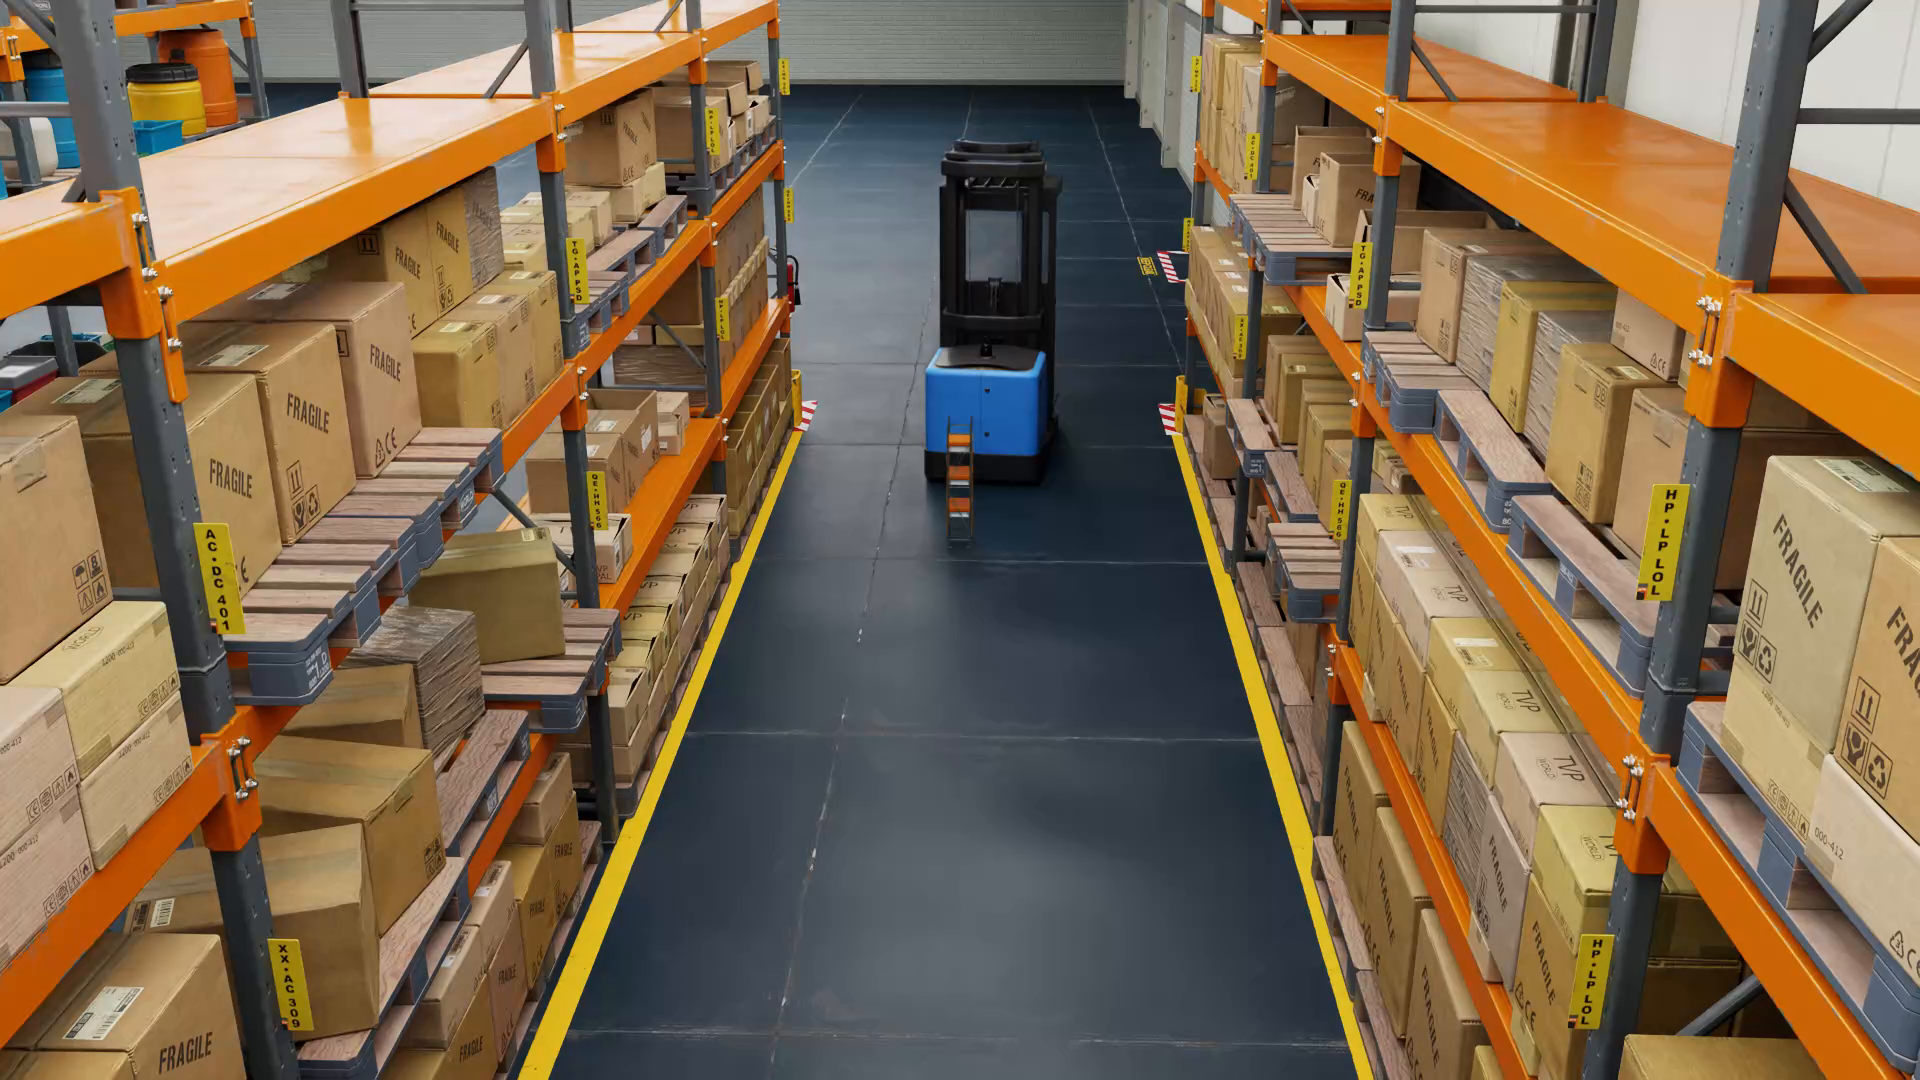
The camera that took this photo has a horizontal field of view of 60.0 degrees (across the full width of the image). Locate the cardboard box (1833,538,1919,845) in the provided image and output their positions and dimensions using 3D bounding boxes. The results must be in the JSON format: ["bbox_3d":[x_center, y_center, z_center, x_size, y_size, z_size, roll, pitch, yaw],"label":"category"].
[{"bbox_3d":[2.075,0.317,3.164,0.500,0.500,0.500,0,21,1],"label":"cardboard box"}]

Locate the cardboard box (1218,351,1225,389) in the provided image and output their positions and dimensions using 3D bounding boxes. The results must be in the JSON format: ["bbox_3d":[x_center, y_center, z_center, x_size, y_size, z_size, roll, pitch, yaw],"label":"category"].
[{"bbox_3d":[2.365,-1.390,13.437,0.500,0.250,0.500,1,21,2],"label":"cardboard box"}]

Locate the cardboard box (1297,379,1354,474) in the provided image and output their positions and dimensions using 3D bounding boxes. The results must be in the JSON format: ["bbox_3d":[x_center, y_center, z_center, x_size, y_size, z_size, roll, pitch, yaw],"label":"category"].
[{"bbox_3d":[2.568,-0.723,10.793,0.700,0.500,0.500,4,21,9],"label":"cardboard box"}]

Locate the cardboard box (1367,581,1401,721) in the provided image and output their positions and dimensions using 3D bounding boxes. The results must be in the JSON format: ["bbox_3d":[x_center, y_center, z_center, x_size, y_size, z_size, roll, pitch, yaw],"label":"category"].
[{"bbox_3d":[2.213,0.518,7.763,0.500,0.500,0.500,1,21,3],"label":"cardboard box"}]

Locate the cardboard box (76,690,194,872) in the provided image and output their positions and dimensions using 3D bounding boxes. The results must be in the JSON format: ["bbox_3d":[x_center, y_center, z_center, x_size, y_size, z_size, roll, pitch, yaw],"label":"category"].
[{"bbox_3d":[-2.314,0.594,4.205,0.500,0.250,0.500,1,21,2],"label":"cardboard box"}]

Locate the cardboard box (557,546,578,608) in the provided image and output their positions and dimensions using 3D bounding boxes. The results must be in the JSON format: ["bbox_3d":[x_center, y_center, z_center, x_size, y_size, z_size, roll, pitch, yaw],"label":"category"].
[{"bbox_3d":[-2.388,0.208,9.262,0.500,0.311,0.500,2,21,5],"label":"cardboard box"}]

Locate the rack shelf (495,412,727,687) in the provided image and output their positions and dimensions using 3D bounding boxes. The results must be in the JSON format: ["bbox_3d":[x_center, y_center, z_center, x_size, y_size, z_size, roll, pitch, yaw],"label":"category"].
[{"bbox_3d":[-2.382,-0.090,10.902,1.077,0.370,4.000,1,21,2],"label":"rack shelf"}]

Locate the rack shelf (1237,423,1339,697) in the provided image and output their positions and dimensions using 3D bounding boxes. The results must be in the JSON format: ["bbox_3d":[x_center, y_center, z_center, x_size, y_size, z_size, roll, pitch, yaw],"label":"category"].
[{"bbox_3d":[2.569,-0.037,10.765,1.077,0.370,4.000,1,21,2],"label":"rack shelf"}]

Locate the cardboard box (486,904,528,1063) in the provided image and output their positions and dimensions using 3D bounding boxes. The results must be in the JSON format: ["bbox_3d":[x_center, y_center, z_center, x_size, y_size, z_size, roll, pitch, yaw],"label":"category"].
[{"bbox_3d":[-2.263,1.976,7.432,0.500,0.500,0.500,0,21,0],"label":"cardboard box"}]

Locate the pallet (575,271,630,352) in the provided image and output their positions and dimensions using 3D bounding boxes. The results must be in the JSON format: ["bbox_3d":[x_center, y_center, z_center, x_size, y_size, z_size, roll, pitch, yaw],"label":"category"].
[{"bbox_3d":[-2.512,-1.259,9.035,1.213,0.211,1.003,2,21,4],"label":"pallet"}]

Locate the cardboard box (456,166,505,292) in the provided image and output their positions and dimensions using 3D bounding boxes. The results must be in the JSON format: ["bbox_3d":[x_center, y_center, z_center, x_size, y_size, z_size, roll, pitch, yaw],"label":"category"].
[{"bbox_3d":[-2.463,-1.456,7.761,0.500,0.500,0.500,1,21,2],"label":"cardboard box"}]

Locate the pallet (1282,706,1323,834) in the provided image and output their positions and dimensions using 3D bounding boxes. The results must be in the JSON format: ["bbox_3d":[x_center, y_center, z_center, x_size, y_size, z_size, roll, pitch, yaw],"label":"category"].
[{"bbox_3d":[2.534,1.368,10.004,1.003,0.211,1.213,1,21,2],"label":"pallet"}]

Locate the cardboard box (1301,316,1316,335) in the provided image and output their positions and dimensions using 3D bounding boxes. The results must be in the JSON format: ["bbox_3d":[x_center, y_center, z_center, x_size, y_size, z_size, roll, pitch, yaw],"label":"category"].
[{"bbox_3d":[2.853,-1.552,12.819,0.500,0.500,0.500,0,21,0],"label":"cardboard box"}]

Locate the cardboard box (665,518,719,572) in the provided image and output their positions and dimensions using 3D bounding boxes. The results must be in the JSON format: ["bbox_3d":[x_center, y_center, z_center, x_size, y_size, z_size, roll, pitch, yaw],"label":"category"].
[{"bbox_3d":[-2.057,0.014,12.086,0.500,0.311,0.500,1,21,3],"label":"cardboard box"}]

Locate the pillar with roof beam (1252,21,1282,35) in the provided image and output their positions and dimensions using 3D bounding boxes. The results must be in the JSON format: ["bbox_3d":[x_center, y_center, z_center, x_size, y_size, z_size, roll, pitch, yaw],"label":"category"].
[{"bbox_3d":[-0.525,-7.293,20.178,9.100,9.000,0.400,1,21,2],"label":"pillar with roof beam"}]

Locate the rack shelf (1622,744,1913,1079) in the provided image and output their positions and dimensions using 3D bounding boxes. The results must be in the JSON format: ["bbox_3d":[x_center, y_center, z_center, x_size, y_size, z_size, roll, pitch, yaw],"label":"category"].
[{"bbox_3d":[2.326,1.457,2.768,1.077,0.370,4.000,1,21,2],"label":"rack shelf"}]

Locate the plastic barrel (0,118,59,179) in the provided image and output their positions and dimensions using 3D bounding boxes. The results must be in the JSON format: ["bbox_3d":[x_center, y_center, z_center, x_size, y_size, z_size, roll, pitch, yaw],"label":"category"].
[{"bbox_3d":[-7.063,-3.004,12.537,0.421,0.512,0.421,0,21,0],"label":"plastic barrel"}]

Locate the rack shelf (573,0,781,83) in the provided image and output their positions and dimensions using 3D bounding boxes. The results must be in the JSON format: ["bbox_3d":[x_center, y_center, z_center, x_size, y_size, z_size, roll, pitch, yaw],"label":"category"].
[{"bbox_3d":[-2.261,-4.147,13.617,1.077,0.370,4.000,1,21,2],"label":"rack shelf"}]

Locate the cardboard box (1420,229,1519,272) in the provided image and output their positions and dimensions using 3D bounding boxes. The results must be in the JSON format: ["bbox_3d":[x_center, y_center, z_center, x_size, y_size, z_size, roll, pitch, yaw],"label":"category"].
[{"bbox_3d":[2.760,-1.361,8.872,0.500,0.500,0.500,1,21,2],"label":"cardboard box"}]

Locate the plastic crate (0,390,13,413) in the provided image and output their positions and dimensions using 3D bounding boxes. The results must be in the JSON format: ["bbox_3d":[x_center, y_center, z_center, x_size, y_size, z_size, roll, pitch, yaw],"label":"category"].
[{"bbox_3d":[-6.995,-0.795,11.746,0.392,0.384,0.575,1,21,2],"label":"plastic crate"}]

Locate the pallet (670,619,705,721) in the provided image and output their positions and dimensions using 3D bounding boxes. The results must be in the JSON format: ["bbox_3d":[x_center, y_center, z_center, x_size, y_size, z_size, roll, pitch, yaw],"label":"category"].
[{"bbox_3d":[-2.339,0.860,11.313,1.003,0.211,1.213,1,21,2],"label":"pallet"}]

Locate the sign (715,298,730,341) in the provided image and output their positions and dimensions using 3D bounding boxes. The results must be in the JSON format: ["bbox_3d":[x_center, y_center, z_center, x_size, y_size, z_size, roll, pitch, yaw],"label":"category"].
[{"bbox_3d":[-1.779,-1.649,12.435,0.100,0.325,0.005,1,21,2],"label":"sign"}]

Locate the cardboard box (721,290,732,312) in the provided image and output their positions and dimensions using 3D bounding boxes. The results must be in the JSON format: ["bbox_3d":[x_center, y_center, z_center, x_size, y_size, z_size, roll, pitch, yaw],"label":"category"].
[{"bbox_3d":[-2.090,-1.962,13.698,0.380,0.149,0.250,0,21,0],"label":"cardboard box"}]

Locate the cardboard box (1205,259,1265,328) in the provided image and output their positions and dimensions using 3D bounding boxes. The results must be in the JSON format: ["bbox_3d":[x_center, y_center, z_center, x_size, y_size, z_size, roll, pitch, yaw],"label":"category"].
[{"bbox_3d":[2.386,-2.109,14.255,0.500,0.500,0.500,1,21,3],"label":"cardboard box"}]

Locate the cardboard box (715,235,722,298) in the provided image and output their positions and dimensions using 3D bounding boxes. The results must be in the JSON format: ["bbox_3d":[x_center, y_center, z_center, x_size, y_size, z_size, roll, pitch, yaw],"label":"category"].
[{"bbox_3d":[-2.300,-2.143,13.268,0.700,0.500,0.500,1,21,1],"label":"cardboard box"}]

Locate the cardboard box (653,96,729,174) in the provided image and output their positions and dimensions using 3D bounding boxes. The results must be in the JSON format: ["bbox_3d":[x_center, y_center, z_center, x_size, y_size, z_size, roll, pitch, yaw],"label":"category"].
[{"bbox_3d":[-2.043,-3.034,12.436,0.500,0.500,0.500,2,21,6],"label":"cardboard box"}]

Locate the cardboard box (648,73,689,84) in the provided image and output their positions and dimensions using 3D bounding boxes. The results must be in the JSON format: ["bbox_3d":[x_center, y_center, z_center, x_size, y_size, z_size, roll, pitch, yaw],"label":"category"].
[{"bbox_3d":[-2.523,-3.704,14.162,0.500,0.500,0.500,1,21,2],"label":"cardboard box"}]

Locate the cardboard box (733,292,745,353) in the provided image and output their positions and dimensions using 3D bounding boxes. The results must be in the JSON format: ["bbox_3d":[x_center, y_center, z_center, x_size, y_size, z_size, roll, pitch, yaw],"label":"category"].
[{"bbox_3d":[-2.271,-1.913,14.468,0.700,0.500,0.500,1,21,3],"label":"cardboard box"}]

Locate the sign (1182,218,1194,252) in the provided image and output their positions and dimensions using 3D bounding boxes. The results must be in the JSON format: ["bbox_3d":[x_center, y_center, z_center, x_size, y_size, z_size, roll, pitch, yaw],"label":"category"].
[{"bbox_3d":[2.209,-2.951,16.085,0.100,0.325,0.005,1,21,2],"label":"sign"}]

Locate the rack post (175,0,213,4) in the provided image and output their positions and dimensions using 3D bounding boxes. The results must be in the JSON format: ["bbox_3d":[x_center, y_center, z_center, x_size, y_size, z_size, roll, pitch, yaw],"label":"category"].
[{"bbox_3d":[-7.301,-4.943,14.812,0.937,0.300,0.954,3,21,7],"label":"rack post"}]

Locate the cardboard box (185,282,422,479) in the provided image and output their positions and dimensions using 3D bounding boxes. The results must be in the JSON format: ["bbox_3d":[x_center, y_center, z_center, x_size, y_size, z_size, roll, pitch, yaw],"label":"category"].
[{"bbox_3d":[-2.438,-0.607,6.237,0.600,0.600,0.600,0,21,0],"label":"cardboard box"}]

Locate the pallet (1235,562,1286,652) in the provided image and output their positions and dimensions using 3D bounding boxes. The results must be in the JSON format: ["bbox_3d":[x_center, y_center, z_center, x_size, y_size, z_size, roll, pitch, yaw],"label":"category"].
[{"bbox_3d":[2.608,0.486,12.278,1.003,0.211,1.213,1,21,2],"label":"pallet"}]

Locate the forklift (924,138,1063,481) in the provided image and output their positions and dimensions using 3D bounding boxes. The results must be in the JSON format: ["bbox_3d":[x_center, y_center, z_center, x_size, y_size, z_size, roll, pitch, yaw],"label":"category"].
[{"bbox_3d":[0.386,-2.391,15.932,1.130,2.935,3.031,3,21,7],"label":"forklift"}]

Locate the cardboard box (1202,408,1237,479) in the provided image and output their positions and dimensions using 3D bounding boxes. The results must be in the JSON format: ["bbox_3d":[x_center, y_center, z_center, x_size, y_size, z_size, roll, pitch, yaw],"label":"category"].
[{"bbox_3d":[2.551,-0.862,14.743,0.700,0.500,0.500,-1,21,-2],"label":"cardboard box"}]

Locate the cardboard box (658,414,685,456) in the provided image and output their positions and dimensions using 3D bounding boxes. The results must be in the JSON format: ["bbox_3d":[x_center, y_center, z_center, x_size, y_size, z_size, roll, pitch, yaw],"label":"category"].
[{"bbox_3d":[-2.165,-0.766,11.836,0.396,0.266,0.258,0,21,0],"label":"cardboard box"}]

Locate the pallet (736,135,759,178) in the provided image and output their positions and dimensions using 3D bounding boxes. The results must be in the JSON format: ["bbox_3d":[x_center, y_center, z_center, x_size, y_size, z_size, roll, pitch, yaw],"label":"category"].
[{"bbox_3d":[-2.281,-3.254,14.039,1.003,0.211,1.213,1,21,2],"label":"pallet"}]

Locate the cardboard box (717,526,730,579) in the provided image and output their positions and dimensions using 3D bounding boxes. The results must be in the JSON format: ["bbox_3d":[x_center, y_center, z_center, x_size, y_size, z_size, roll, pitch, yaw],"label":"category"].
[{"bbox_3d":[-2.044,0.091,12.663,0.500,0.250,0.500,0,21,1],"label":"cardboard box"}]

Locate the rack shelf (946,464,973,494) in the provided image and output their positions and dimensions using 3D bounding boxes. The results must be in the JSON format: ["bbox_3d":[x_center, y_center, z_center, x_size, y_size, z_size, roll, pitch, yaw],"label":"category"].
[{"bbox_3d":[-0.002,-0.460,13.586,0.215,0.259,0.240,1,21,2],"label":"rack shelf"}]

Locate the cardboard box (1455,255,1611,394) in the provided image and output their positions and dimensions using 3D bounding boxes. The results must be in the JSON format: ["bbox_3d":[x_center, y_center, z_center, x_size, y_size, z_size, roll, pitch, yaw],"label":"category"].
[{"bbox_3d":[2.587,-0.931,7.183,0.700,0.500,0.500,-1,21,-1],"label":"cardboard box"}]

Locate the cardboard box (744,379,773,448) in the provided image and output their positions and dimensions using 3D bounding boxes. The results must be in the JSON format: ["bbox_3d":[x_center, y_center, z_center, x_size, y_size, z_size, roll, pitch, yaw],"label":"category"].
[{"bbox_3d":[-1.951,-1.119,14.743,0.500,0.500,0.500,1,21,2],"label":"cardboard box"}]

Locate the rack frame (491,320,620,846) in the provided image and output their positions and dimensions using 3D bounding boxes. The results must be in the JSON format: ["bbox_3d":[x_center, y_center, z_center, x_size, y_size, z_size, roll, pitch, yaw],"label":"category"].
[{"bbox_3d":[-2.443,0.298,8.909,1.000,3.000,0.127,1,21,2],"label":"rack frame"}]

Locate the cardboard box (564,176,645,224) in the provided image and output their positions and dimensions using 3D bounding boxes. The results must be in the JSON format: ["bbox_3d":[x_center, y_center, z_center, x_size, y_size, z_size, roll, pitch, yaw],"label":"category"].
[{"bbox_3d":[-2.364,-2.252,10.959,0.500,0.250,0.500,-1,21,-4],"label":"cardboard box"}]

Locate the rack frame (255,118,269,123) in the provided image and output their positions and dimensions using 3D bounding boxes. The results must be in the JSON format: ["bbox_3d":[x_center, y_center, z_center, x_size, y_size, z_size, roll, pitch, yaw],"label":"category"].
[{"bbox_3d":[-7.151,-2.651,16.507,1.000,3.000,0.127,1,21,2],"label":"rack frame"}]

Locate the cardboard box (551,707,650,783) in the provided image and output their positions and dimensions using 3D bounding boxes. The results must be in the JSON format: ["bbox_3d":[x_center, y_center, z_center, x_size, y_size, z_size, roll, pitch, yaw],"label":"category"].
[{"bbox_3d":[-2.134,1.198,9.810,0.500,0.250,0.500,1,21,1],"label":"cardboard box"}]

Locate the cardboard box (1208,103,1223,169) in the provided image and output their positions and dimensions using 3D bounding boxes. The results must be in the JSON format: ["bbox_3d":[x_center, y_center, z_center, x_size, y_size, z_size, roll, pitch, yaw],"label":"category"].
[{"bbox_3d":[2.428,-3.496,14.374,0.500,0.500,0.500,2,21,4],"label":"cardboard box"}]

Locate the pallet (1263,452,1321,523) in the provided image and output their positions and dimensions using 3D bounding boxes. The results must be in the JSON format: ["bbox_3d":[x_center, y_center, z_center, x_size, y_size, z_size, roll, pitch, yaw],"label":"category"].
[{"bbox_3d":[2.528,-0.276,10.652,1.003,0.211,1.213,1,21,2],"label":"pallet"}]

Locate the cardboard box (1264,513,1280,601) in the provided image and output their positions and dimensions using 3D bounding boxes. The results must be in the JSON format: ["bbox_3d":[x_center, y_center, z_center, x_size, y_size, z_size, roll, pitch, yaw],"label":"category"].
[{"bbox_3d":[2.624,0.131,12.185,0.700,0.500,0.500,1,21,3],"label":"cardboard box"}]

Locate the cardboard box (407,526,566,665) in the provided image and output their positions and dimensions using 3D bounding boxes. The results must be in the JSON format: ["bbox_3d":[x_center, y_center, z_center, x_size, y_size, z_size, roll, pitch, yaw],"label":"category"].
[{"bbox_3d":[-2.350,0.284,8.225,0.700,0.500,0.500,-7,22,-16],"label":"cardboard box"}]

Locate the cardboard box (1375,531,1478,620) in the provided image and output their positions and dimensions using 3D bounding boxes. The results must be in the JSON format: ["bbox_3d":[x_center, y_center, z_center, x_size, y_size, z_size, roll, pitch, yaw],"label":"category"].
[{"bbox_3d":[2.221,0.162,7.644,0.500,0.250,0.500,0,21,1],"label":"cardboard box"}]

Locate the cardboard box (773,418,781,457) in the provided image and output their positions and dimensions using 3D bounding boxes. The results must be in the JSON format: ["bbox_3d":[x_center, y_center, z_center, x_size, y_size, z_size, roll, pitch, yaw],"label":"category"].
[{"bbox_3d":[-1.937,-0.950,15.345,0.500,0.250,0.500,1,21,2],"label":"cardboard box"}]

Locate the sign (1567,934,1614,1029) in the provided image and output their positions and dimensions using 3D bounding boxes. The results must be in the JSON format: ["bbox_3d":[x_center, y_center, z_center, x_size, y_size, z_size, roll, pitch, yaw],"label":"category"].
[{"bbox_3d":[1.844,1.292,4.855,0.100,0.325,0.005,1,21,2],"label":"sign"}]

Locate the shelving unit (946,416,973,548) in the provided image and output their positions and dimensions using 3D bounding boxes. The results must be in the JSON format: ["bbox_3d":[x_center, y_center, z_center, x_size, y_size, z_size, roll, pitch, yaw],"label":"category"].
[{"bbox_3d":[-0.002,-0.470,13.583,0.215,1.050,0.252,1,21,2],"label":"shelving unit"}]

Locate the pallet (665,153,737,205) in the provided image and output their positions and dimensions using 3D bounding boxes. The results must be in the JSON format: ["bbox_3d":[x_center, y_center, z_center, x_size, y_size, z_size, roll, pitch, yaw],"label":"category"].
[{"bbox_3d":[-2.321,-2.814,12.905,1.003,0.211,1.213,1,21,2],"label":"pallet"}]

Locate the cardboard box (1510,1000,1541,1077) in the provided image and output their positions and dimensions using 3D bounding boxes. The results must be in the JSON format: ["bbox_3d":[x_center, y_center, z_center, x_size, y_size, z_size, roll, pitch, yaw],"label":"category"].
[{"bbox_3d":[2.098,1.688,5.645,0.380,0.149,0.250,1,21,3],"label":"cardboard box"}]

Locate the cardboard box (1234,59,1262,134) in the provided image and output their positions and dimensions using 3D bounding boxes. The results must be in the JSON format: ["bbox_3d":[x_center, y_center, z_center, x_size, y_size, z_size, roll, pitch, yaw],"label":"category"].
[{"bbox_3d":[2.380,-3.400,12.742,0.500,0.500,0.500,2,21,5],"label":"cardboard box"}]

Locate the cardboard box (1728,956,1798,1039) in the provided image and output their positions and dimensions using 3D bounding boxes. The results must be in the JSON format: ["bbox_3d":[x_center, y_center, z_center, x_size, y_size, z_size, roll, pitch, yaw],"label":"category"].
[{"bbox_3d":[2.653,1.439,5.390,0.500,0.500,0.500,0,21,0],"label":"cardboard box"}]

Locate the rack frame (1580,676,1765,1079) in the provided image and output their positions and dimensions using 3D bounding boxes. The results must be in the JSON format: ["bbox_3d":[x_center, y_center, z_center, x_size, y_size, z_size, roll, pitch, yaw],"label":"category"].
[{"bbox_3d":[2.387,1.797,5.044,1.000,3.000,0.127,1,21,2],"label":"rack frame"}]

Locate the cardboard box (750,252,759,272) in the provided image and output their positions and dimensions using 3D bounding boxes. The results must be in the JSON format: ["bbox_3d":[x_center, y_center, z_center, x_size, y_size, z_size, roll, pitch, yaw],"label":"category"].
[{"bbox_3d":[-2.045,-2.526,15.150,0.380,0.149,0.250,1,21,2],"label":"cardboard box"}]
